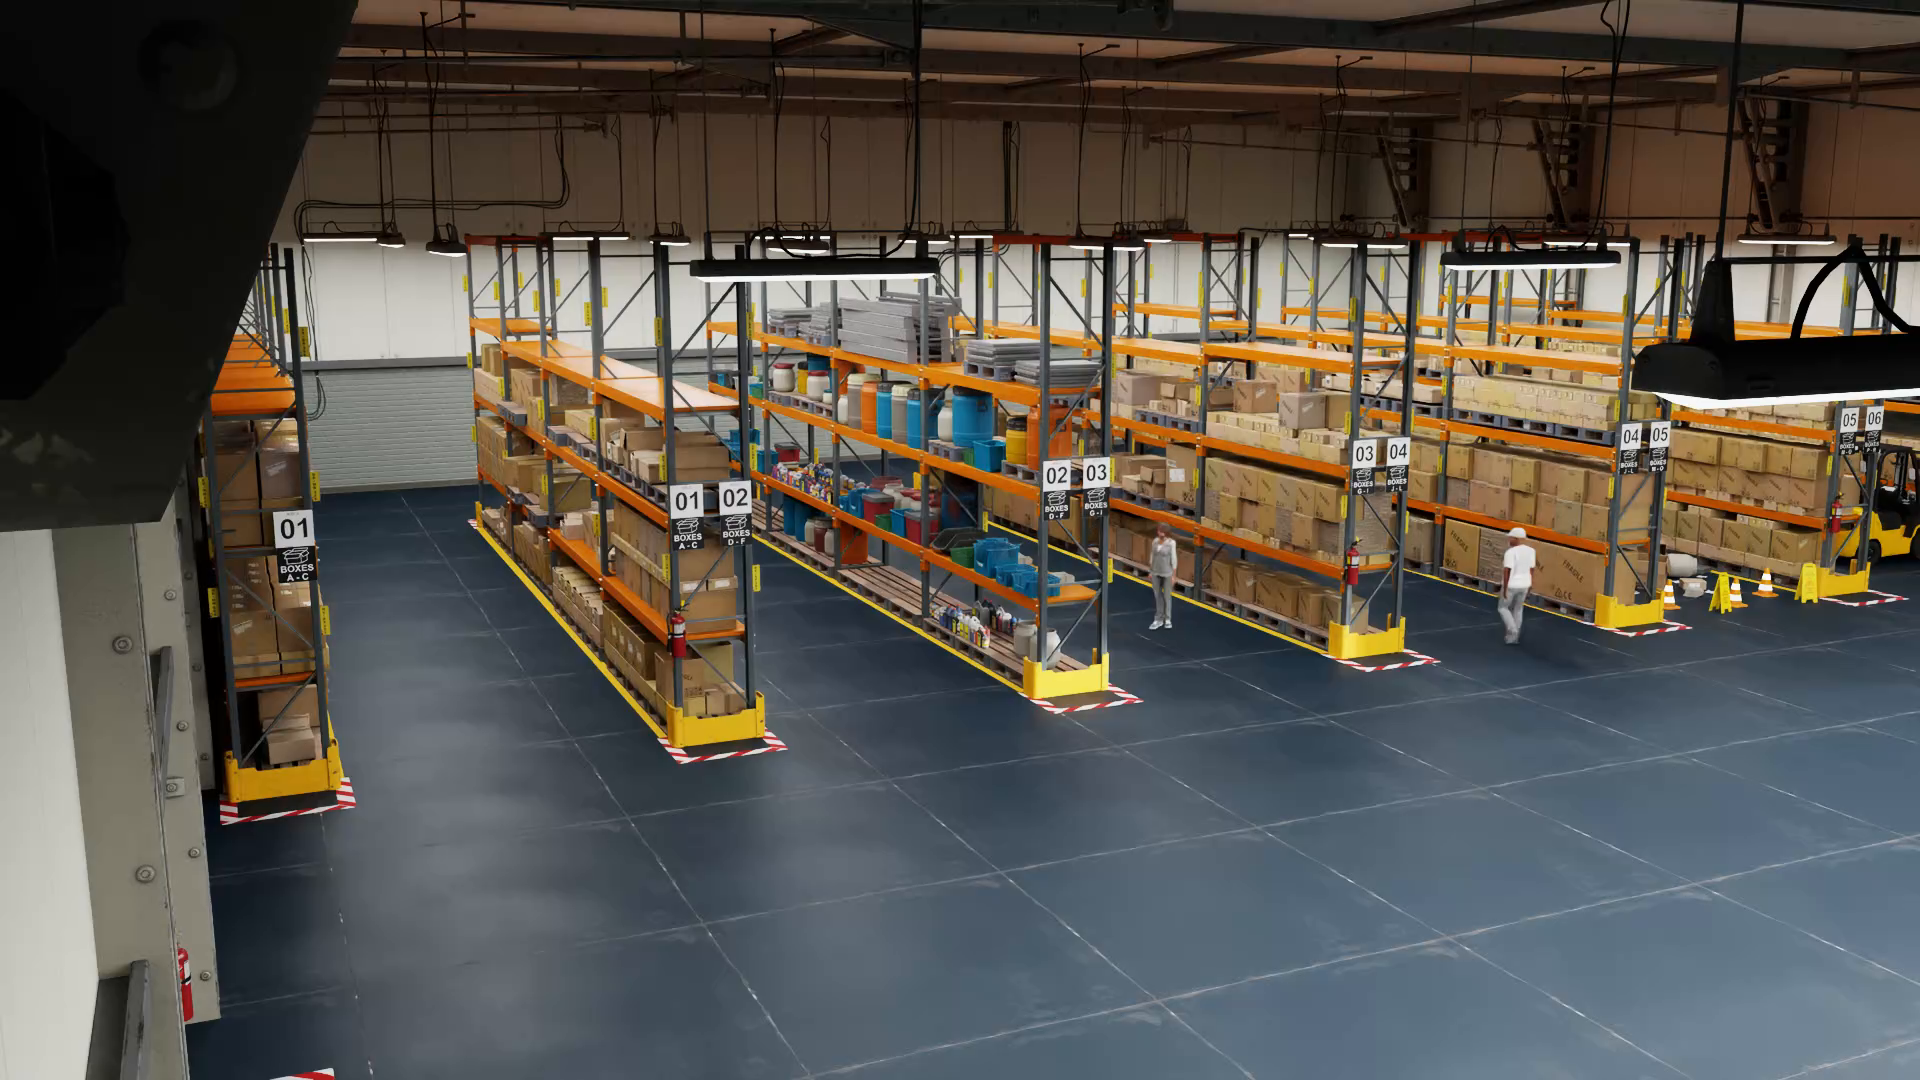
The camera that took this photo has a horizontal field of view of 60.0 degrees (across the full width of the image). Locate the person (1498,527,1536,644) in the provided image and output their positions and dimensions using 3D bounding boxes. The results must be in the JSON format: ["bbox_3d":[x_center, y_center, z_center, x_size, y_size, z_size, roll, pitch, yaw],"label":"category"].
[{"bbox_3d":[8.344,0.696,24.843,0.537,1.757,0.604,0,11,0],"label":"person"}]

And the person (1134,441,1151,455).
[{"bbox_3d":[4.773,-3.036,44.201,0.499,1.707,0.543,-6,13,-30],"label":"person"}]

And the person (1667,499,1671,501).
[{"bbox_3d":[14.397,-1.021,33.737,0.507,1.781,0.597,2,11,11],"label":"person"}]

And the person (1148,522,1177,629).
[{"bbox_3d":[3.022,0.529,24.721,0.475,1.622,0.352,6,13,29],"label":"person"}]
